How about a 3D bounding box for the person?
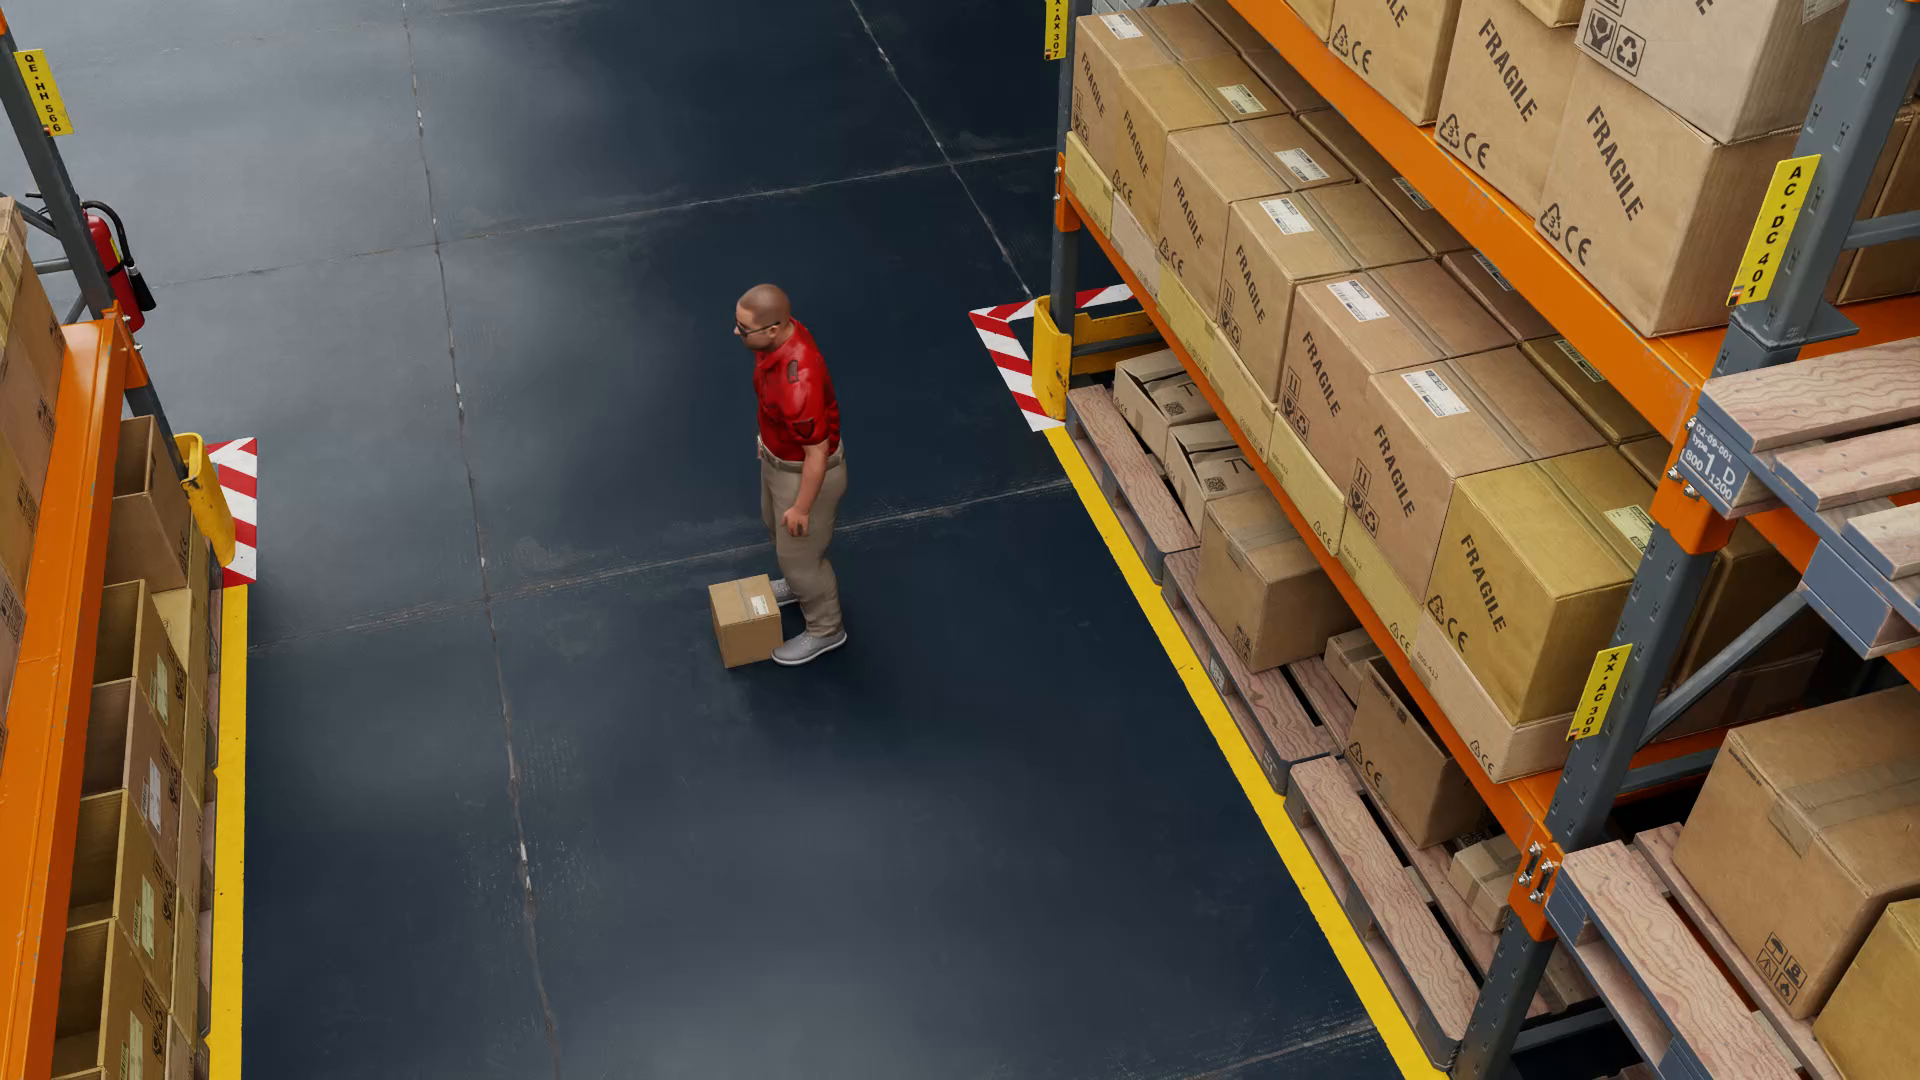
[{"bbox_3d":[-0.650,-0.271,6.471,0.392,1.727,0.585,-12,43,-13],"label":"person"}]
